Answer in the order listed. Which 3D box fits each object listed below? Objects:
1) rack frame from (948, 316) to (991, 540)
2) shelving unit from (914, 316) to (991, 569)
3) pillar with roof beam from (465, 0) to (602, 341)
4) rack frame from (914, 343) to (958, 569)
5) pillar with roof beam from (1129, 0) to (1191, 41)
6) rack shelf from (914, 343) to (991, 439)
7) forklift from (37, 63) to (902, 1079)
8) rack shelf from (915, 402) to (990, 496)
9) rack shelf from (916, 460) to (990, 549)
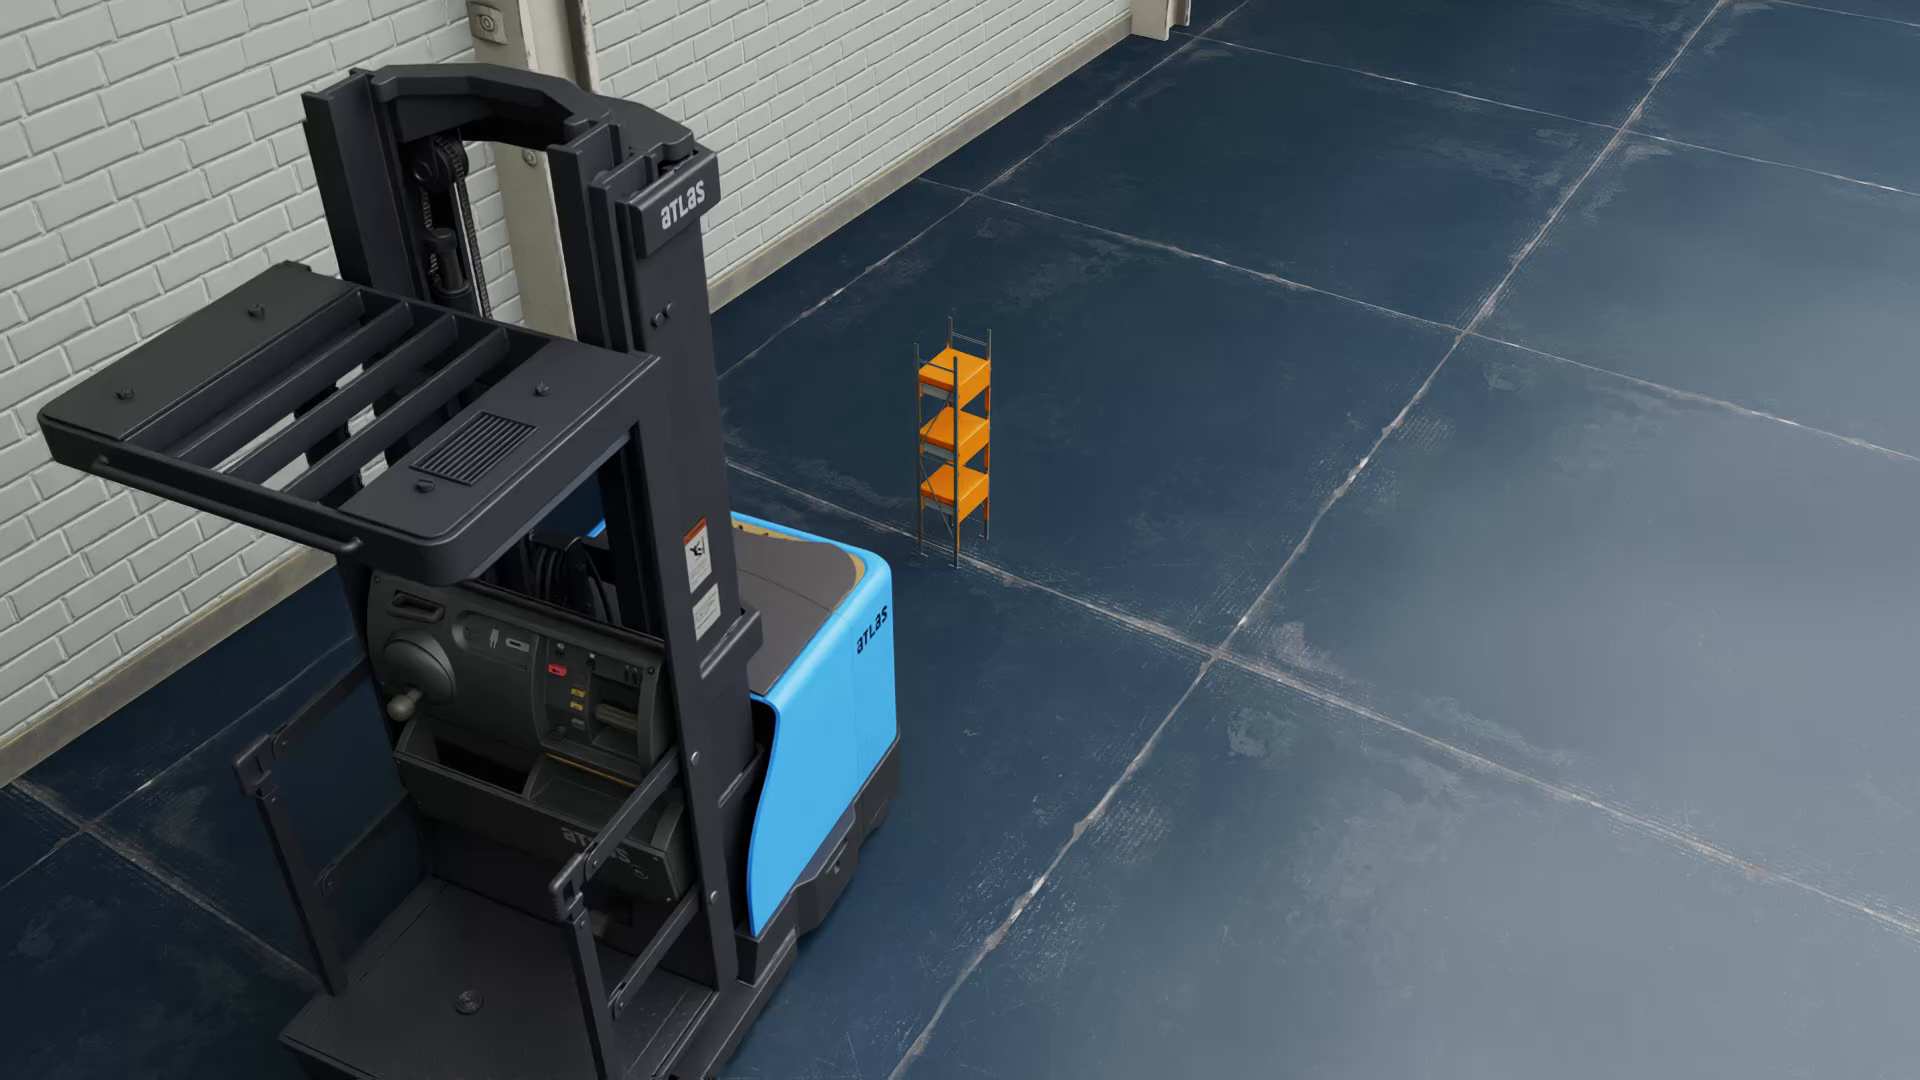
[{"bbox_3d":[0.037,-0.451,6.975,0.200,1.050,0.008,21,42,25],"label":"rack frame"},{"bbox_3d":[-0.029,-0.388,6.894,0.215,1.050,0.252,21,42,25],"label":"shelving unit"},{"bbox_3d":[1.860,-2.778,3.483,9.100,9.000,0.400,21,42,25],"label":"pillar with roof beam"},{"bbox_3d":[-0.094,-0.325,6.812,0.200,1.050,0.008,21,42,25],"label":"rack frame"},{"bbox_3d":[5.075,-5.871,7.496,9.100,9.000,0.400,21,42,25],"label":"pillar with roof beam"},{"bbox_3d":[-0.029,-0.605,6.727,0.215,0.259,0.240,21,42,25],"label":"rack shelf"},{"bbox_3d":[-1.286,0.435,4.284,1.130,2.935,3.031,16,40,19],"label":"forklift"},{"bbox_3d":[-0.029,-0.380,6.900,0.215,0.259,0.240,21,42,25],"label":"rack shelf"},{"bbox_3d":[-0.029,-0.160,7.070,0.215,0.259,0.240,21,42,25],"label":"rack shelf"}]
